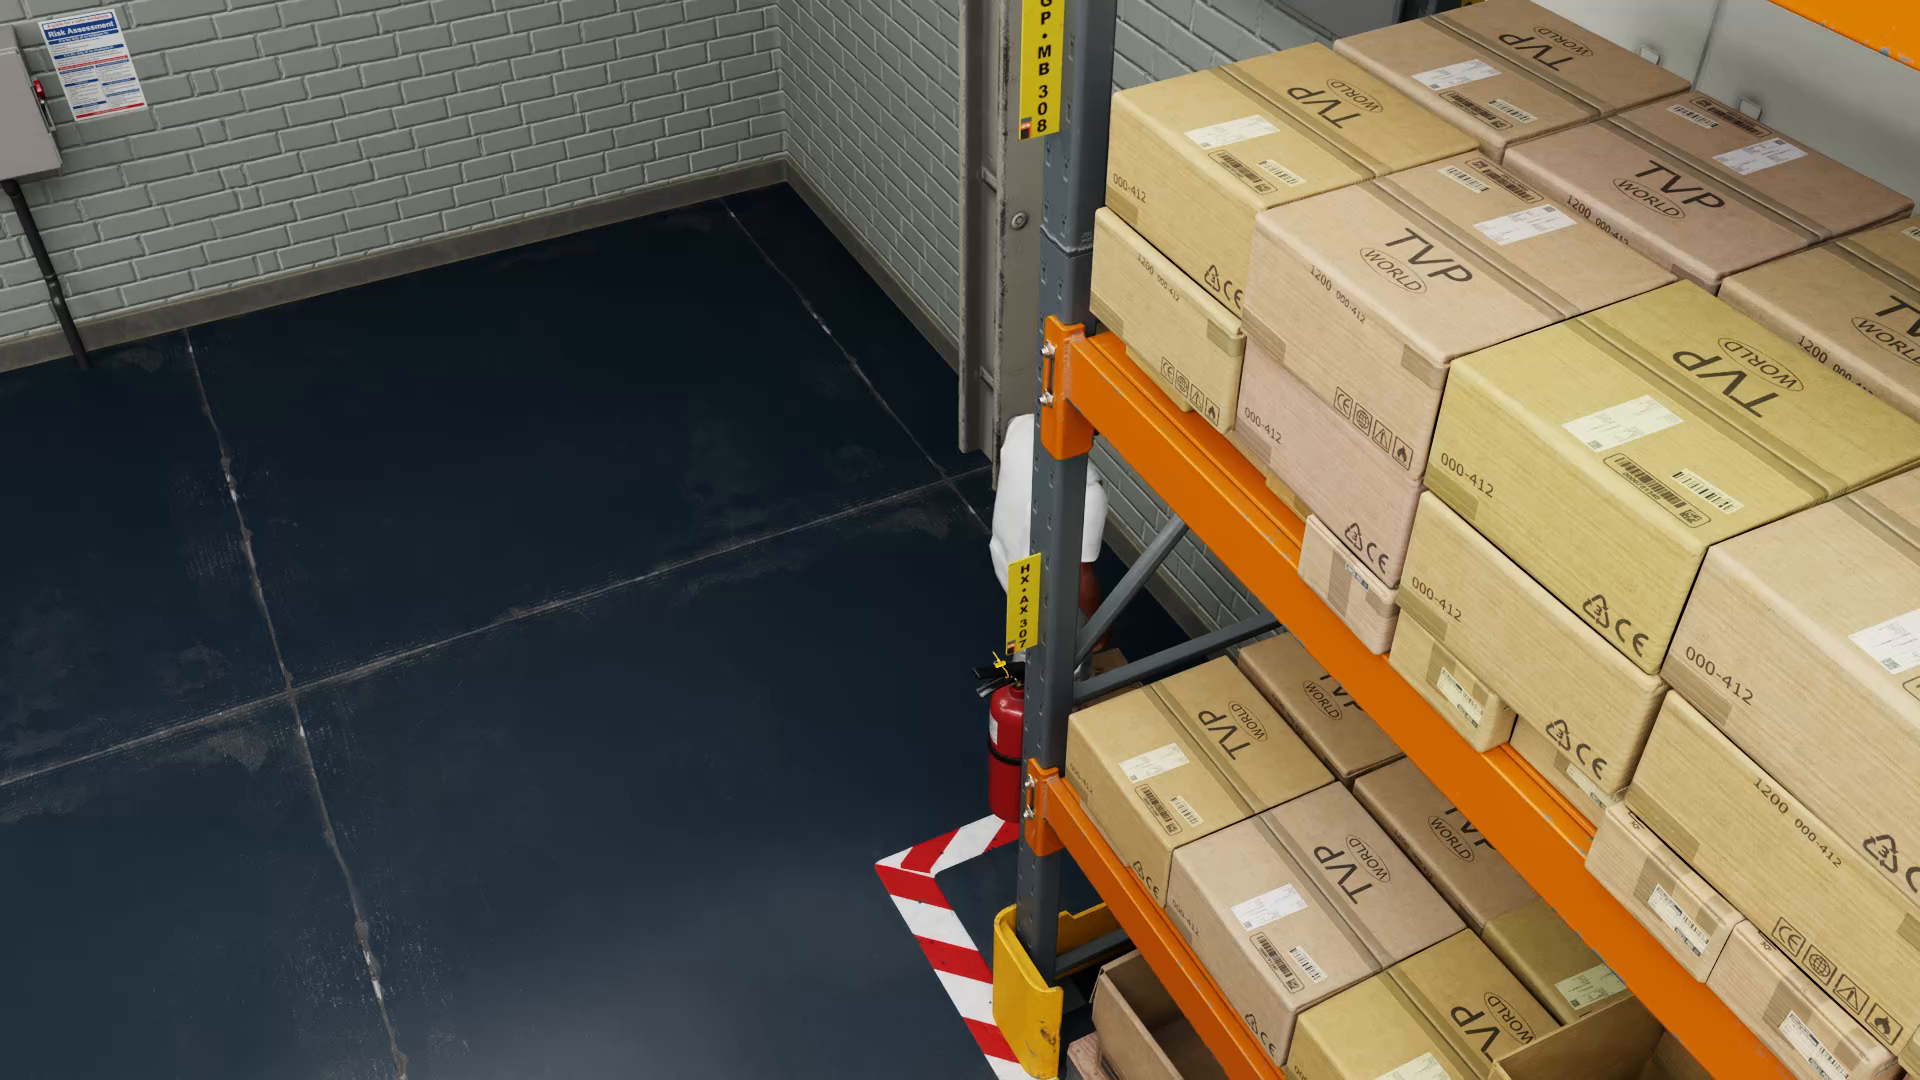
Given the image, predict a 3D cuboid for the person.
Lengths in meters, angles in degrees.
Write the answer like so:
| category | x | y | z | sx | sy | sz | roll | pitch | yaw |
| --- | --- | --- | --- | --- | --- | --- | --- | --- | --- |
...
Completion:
| category | x | y | z | sx | sy | sz | roll | pitch | yaw |
| --- | --- | --- | --- | --- | --- | --- | --- | --- | --- |
| person | 0.360 | 0.110 | 6.000 | 0.354 | 1.662 | 0.637 | -15 | 43 | -17 |
